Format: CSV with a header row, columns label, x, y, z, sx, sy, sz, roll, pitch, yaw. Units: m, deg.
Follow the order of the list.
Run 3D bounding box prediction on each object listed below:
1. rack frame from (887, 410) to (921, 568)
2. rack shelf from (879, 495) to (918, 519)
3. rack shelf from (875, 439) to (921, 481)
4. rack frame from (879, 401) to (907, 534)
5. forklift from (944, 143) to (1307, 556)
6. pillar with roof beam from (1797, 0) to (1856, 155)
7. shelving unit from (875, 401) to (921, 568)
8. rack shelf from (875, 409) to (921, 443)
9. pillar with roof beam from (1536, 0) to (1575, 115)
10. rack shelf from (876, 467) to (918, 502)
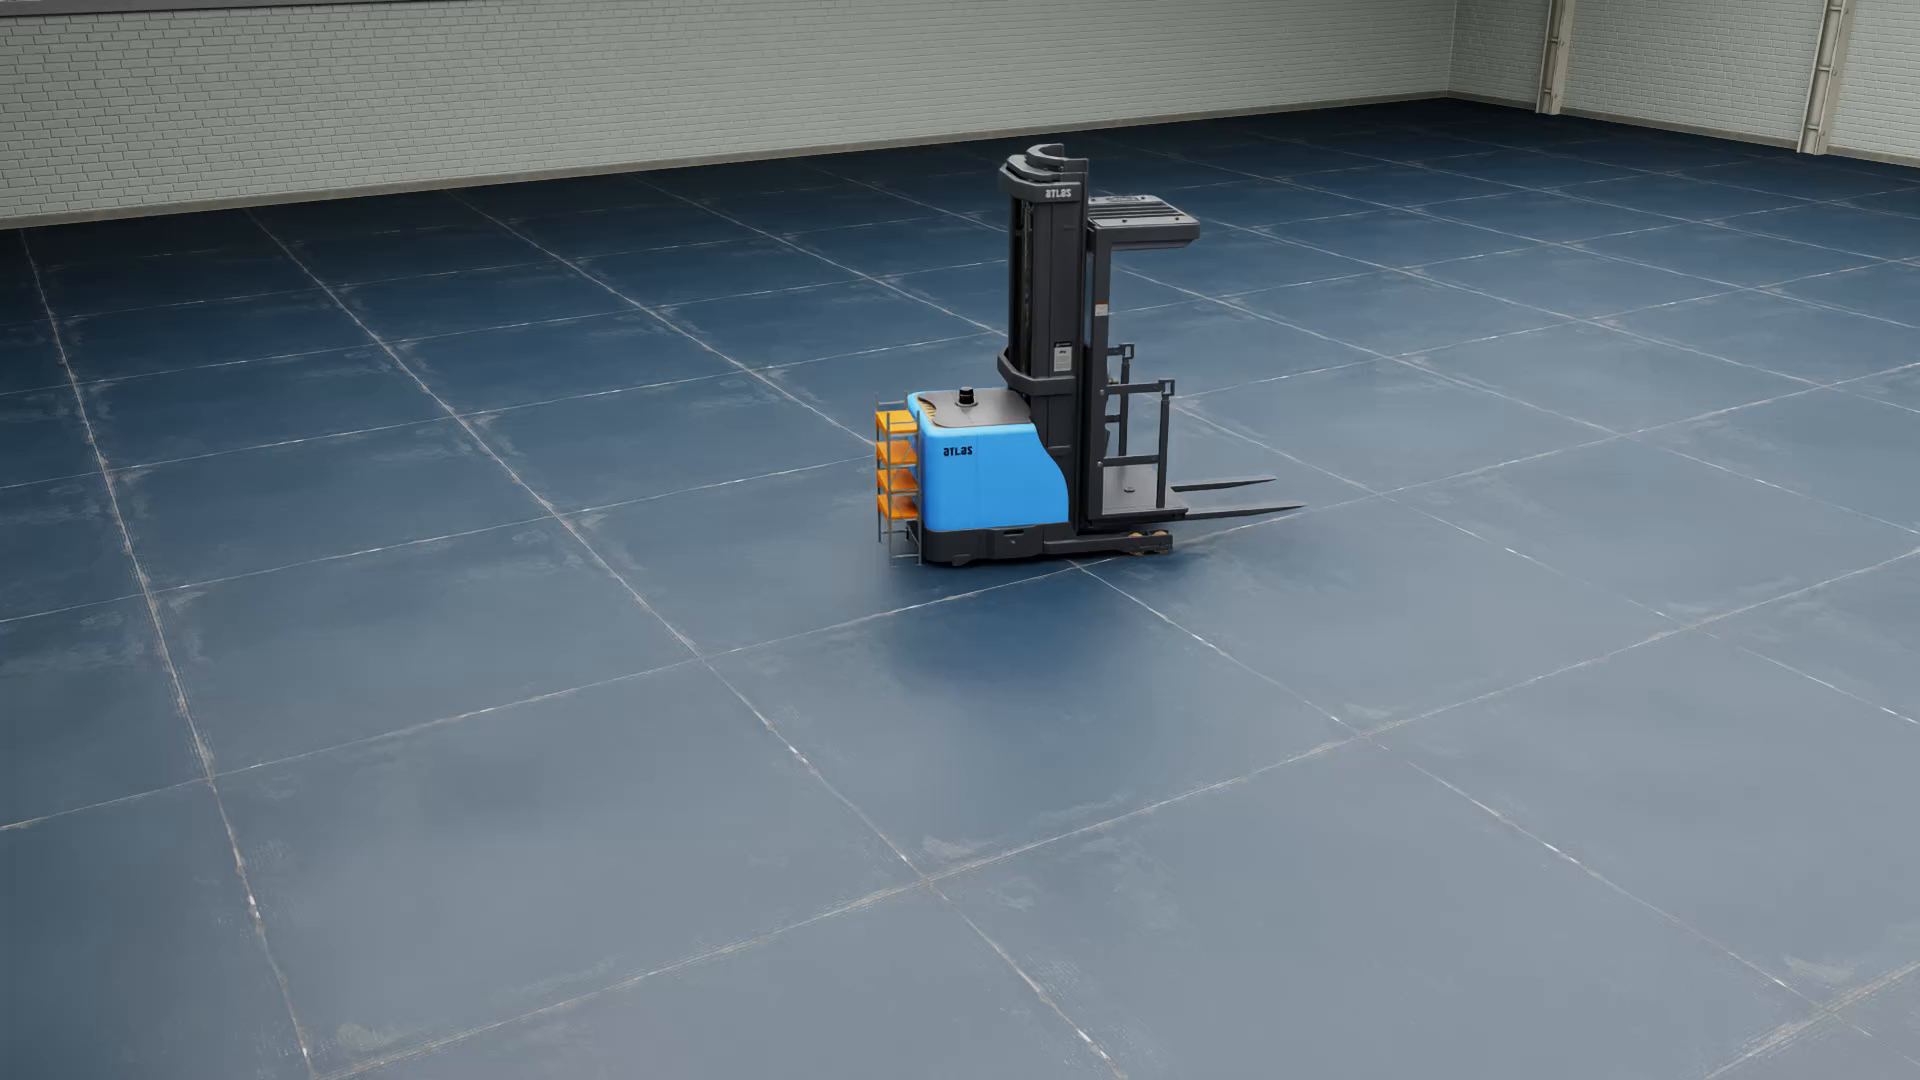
label,x,y,z,sx,sy,sz,roll,pitch,yaw
rack frame,-0.405,-0.361,12.106,0.240,1.200,0.015,-5,23,-11
rack shelf,-0.457,-0.254,12.407,0.221,0.021,0.457,-5,23,-11
rack shelf,-0.457,-0.596,12.268,0.258,0.148,0.480,-5,23,-11
rack frame,-0.509,-0.541,12.548,0.228,1.046,0.006,-5,23,-11
forklift,1.141,-1.428,12.433,3.031,2.935,1.121,-4,23,-11
pillar with roof beam,11.656,-10.322,26.255,9.100,9.000,0.400,-13,25,-28
shelving unit,-0.456,-0.450,12.325,0.258,1.200,0.499,-5,23,-11
rack shelf,-0.457,-0.815,12.179,0.258,0.148,0.480,-5,23,-11
pillar with roof beam,8.591,-12.264,31.034,9.100,9.000,0.400,-13,25,-28
rack shelf,-0.457,-0.389,12.353,0.258,0.148,0.480,-5,23,-11
